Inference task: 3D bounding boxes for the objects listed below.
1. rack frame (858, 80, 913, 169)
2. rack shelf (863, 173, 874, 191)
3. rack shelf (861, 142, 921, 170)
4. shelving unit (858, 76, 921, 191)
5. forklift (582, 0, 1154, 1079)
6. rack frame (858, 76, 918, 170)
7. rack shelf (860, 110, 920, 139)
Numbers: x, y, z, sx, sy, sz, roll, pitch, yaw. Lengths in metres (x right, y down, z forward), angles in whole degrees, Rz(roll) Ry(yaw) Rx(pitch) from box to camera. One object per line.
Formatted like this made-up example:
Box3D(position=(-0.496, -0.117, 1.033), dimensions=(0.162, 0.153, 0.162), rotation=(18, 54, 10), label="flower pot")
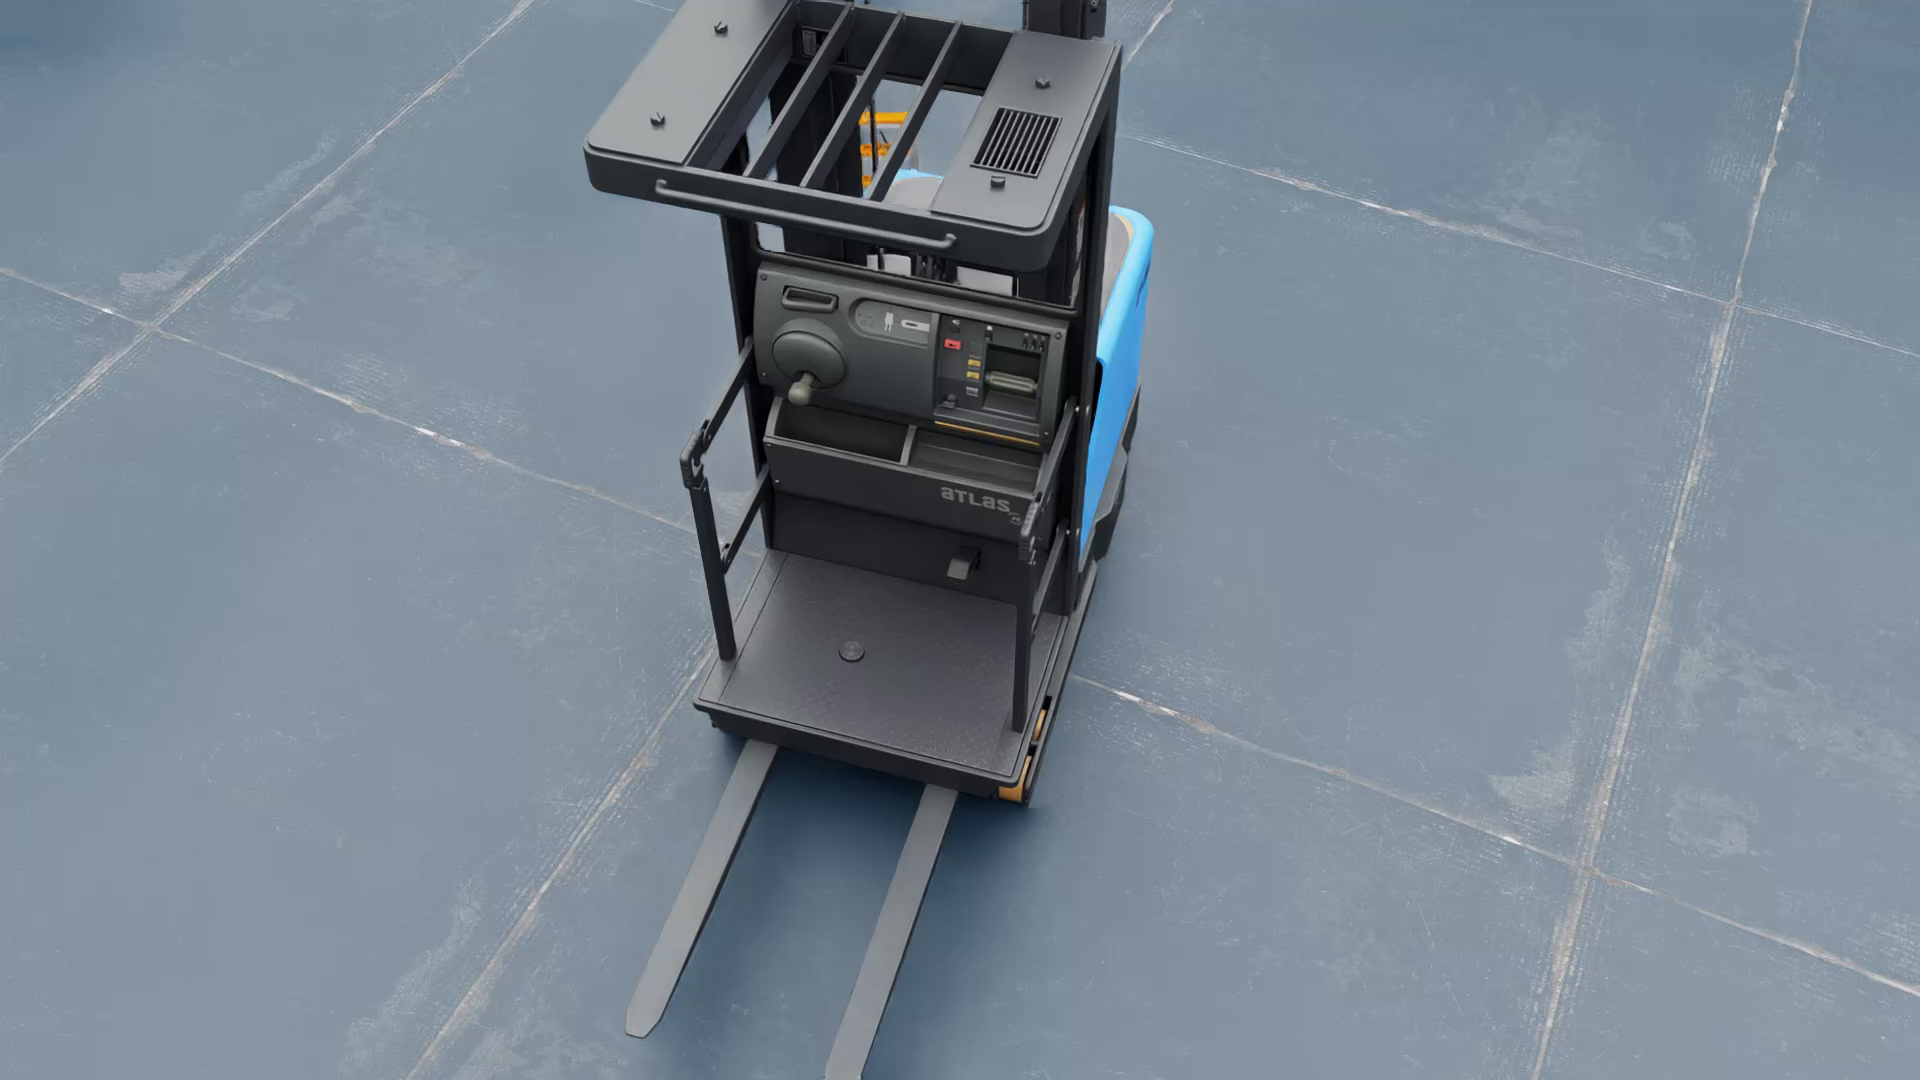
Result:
Box3D(position=(-0.286, -1.361, 6.692), dimensions=(0.240, 1.200, 0.006), rotation=(-2, 24, -2), label="rack frame")
Box3D(position=(-0.284, -1.393, 6.578), dimensions=(0.258, 0.103, 0.180), rotation=(-2, 24, -2), label="rack shelf")
Box3D(position=(-0.286, -1.502, 6.529), dimensions=(0.258, 0.103, 0.180), rotation=(-2, 24, -2), label="rack shelf")
Box3D(position=(-0.282, -1.324, 6.609), dimensions=(0.258, 1.200, 0.189), rotation=(-2, 24, -2), label="shelving unit")
Box3D(position=(-0.212, -0.428, 4.690), dimensions=(1.130, 2.935, 3.031), rotation=(13, 51, 11), label="forklift")
Box3D(position=(-0.278, -1.286, 6.525), dimensions=(0.240, 1.200, 0.006), rotation=(-2, 24, -2), label="rack frame")
Box3D(position=(-0.289, -1.612, 6.479), dimensions=(0.258, 0.103, 0.180), rotation=(-2, 24, -2), label="rack shelf")
